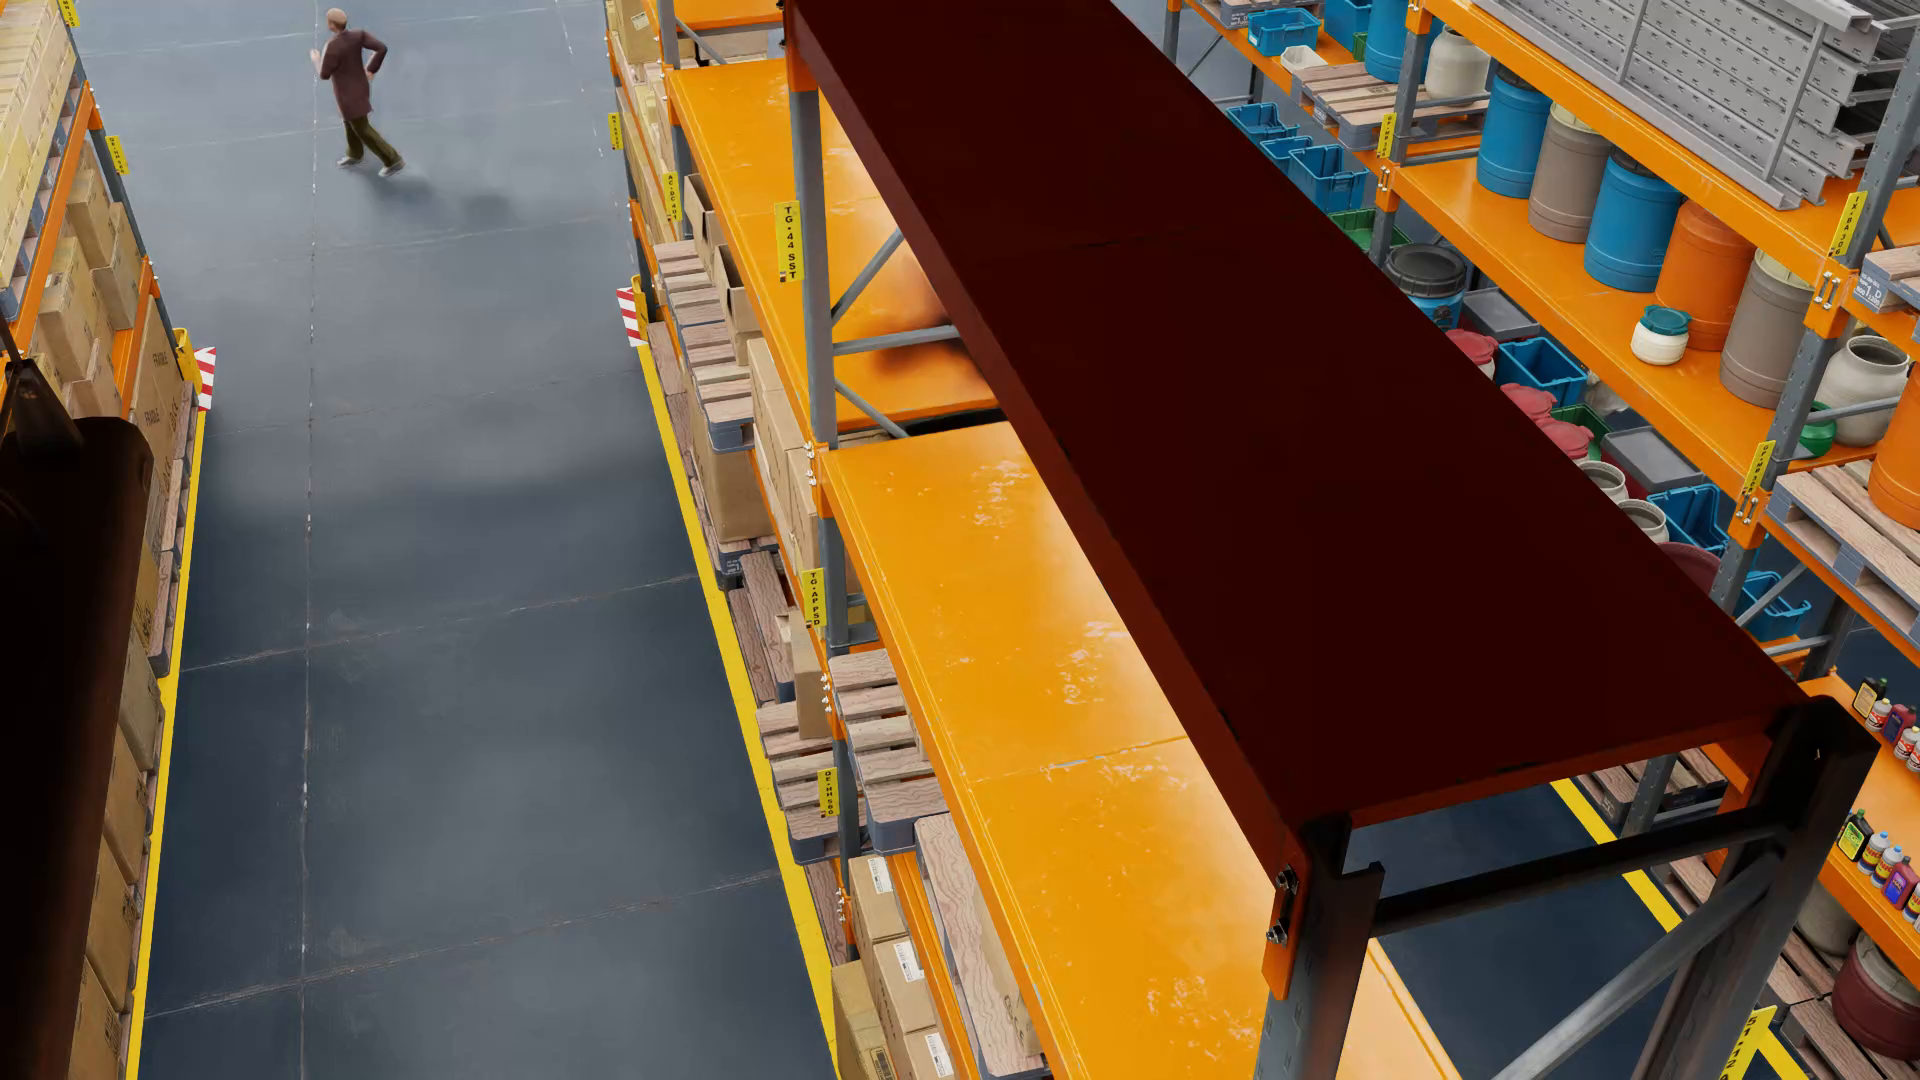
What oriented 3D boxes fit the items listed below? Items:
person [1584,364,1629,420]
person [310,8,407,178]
[{"bbox_3d":[5.044,-1.058,12.891,0.548,1.568,0.805,-11,40,-14],"label":"person"},{"bbox_3d":[-6.255,-4.567,17.196,0.991,1.717,0.687,11,40,14],"label":"person"}]
